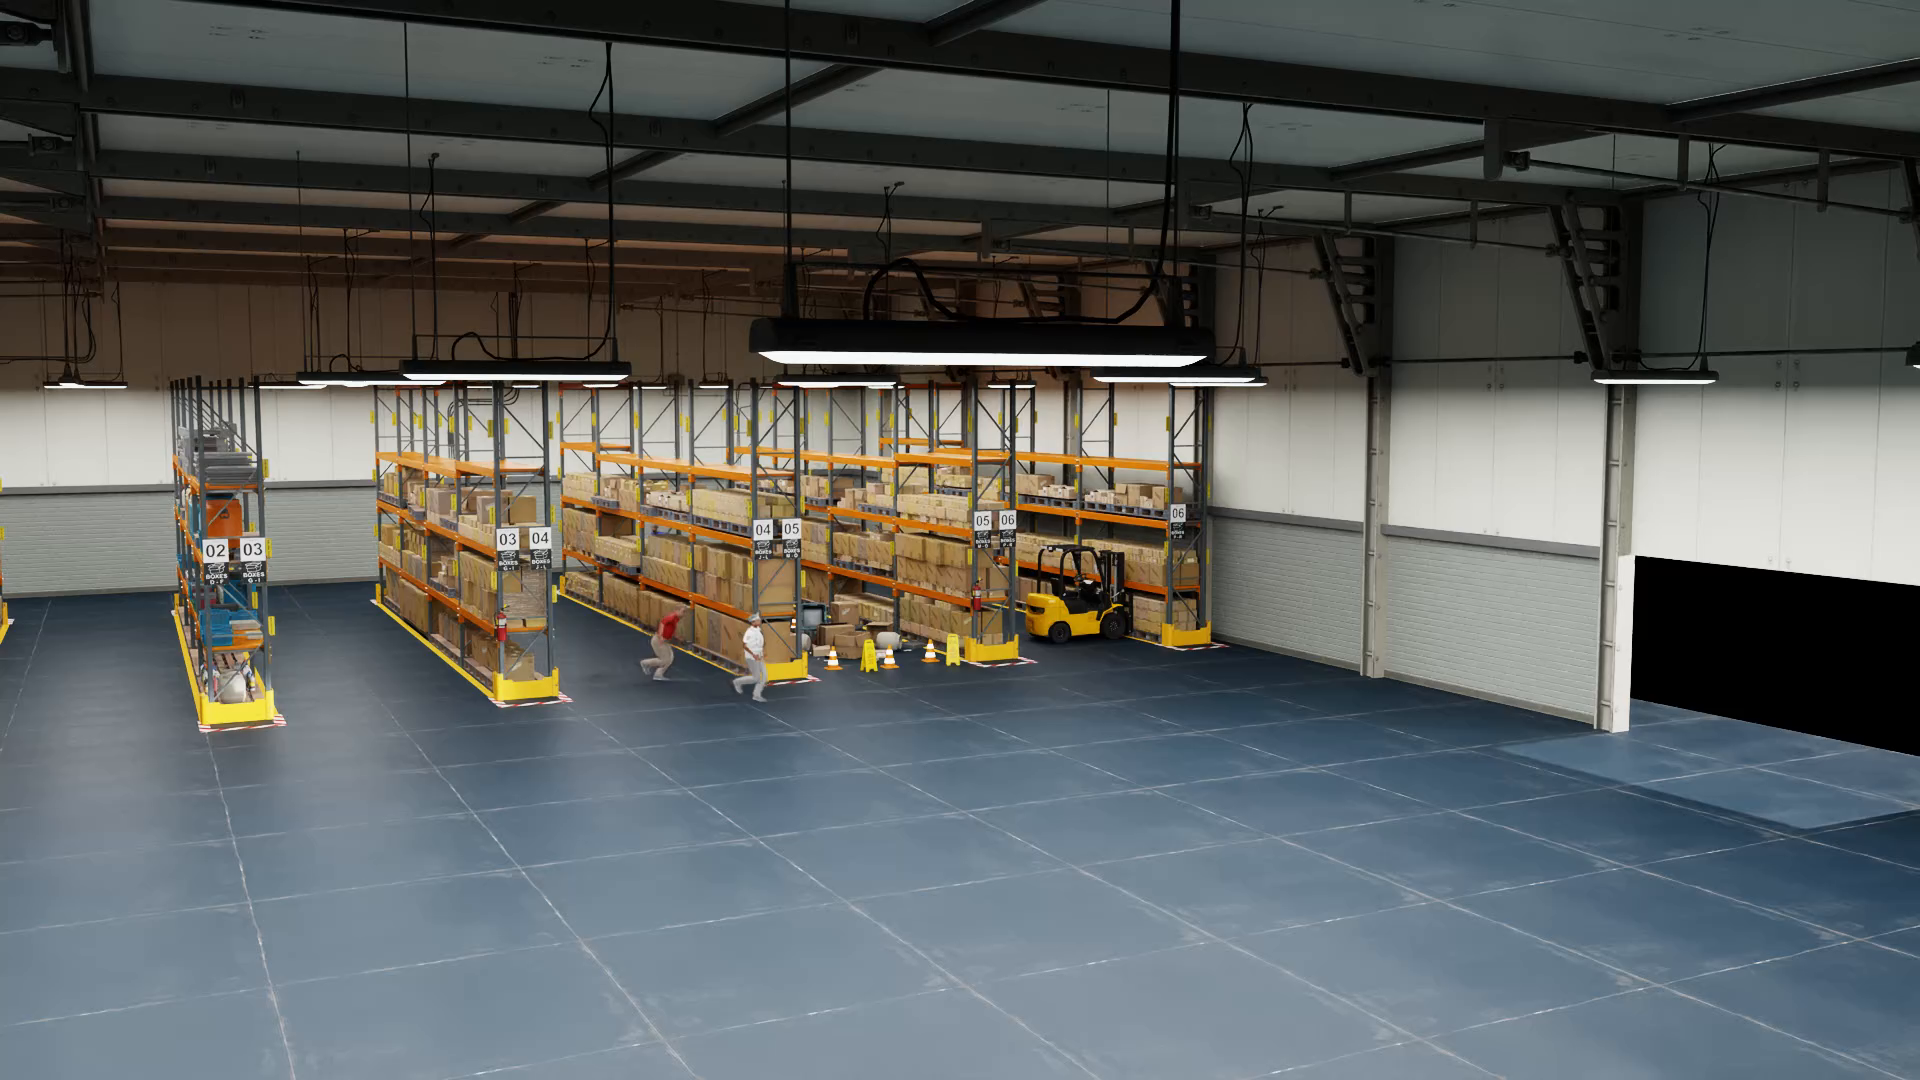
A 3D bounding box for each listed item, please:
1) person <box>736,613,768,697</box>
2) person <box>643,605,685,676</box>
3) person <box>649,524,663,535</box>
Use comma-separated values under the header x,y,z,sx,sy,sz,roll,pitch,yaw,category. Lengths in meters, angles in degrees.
x,y,z,sx,sy,sz,roll,pitch,yaw,category
-3.855,2.126,30.863,0.575,1.576,0.547,1,5,15,person
-5.861,2.004,32.925,0.856,1.440,0.682,0,5,4,person
-9.400,0.272,51.776,0.565,1.541,0.860,2,6,24,person
